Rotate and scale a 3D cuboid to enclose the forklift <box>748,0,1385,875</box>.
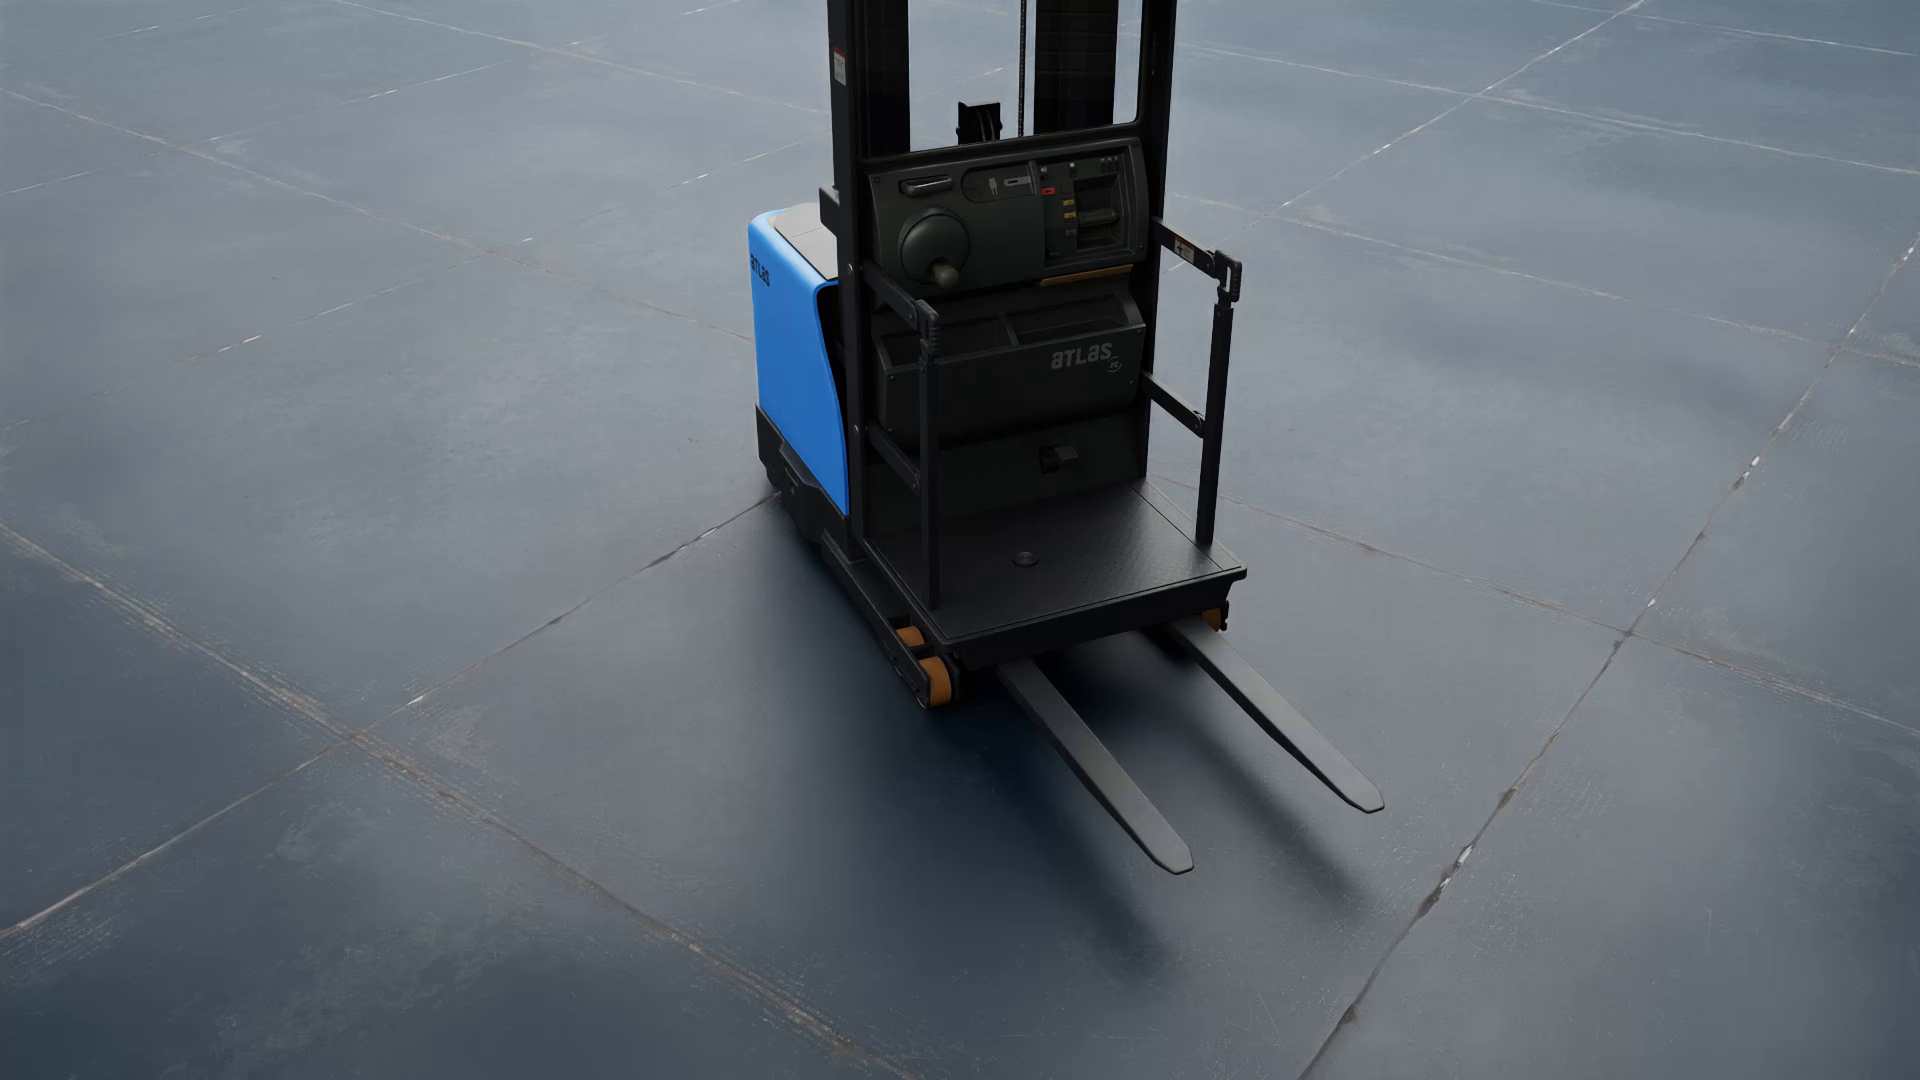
[{"bbox_3d":[0.252,-0.971,5.013,1.130,2.935,3.031,-13,33,-20],"label":"forklift"}]
